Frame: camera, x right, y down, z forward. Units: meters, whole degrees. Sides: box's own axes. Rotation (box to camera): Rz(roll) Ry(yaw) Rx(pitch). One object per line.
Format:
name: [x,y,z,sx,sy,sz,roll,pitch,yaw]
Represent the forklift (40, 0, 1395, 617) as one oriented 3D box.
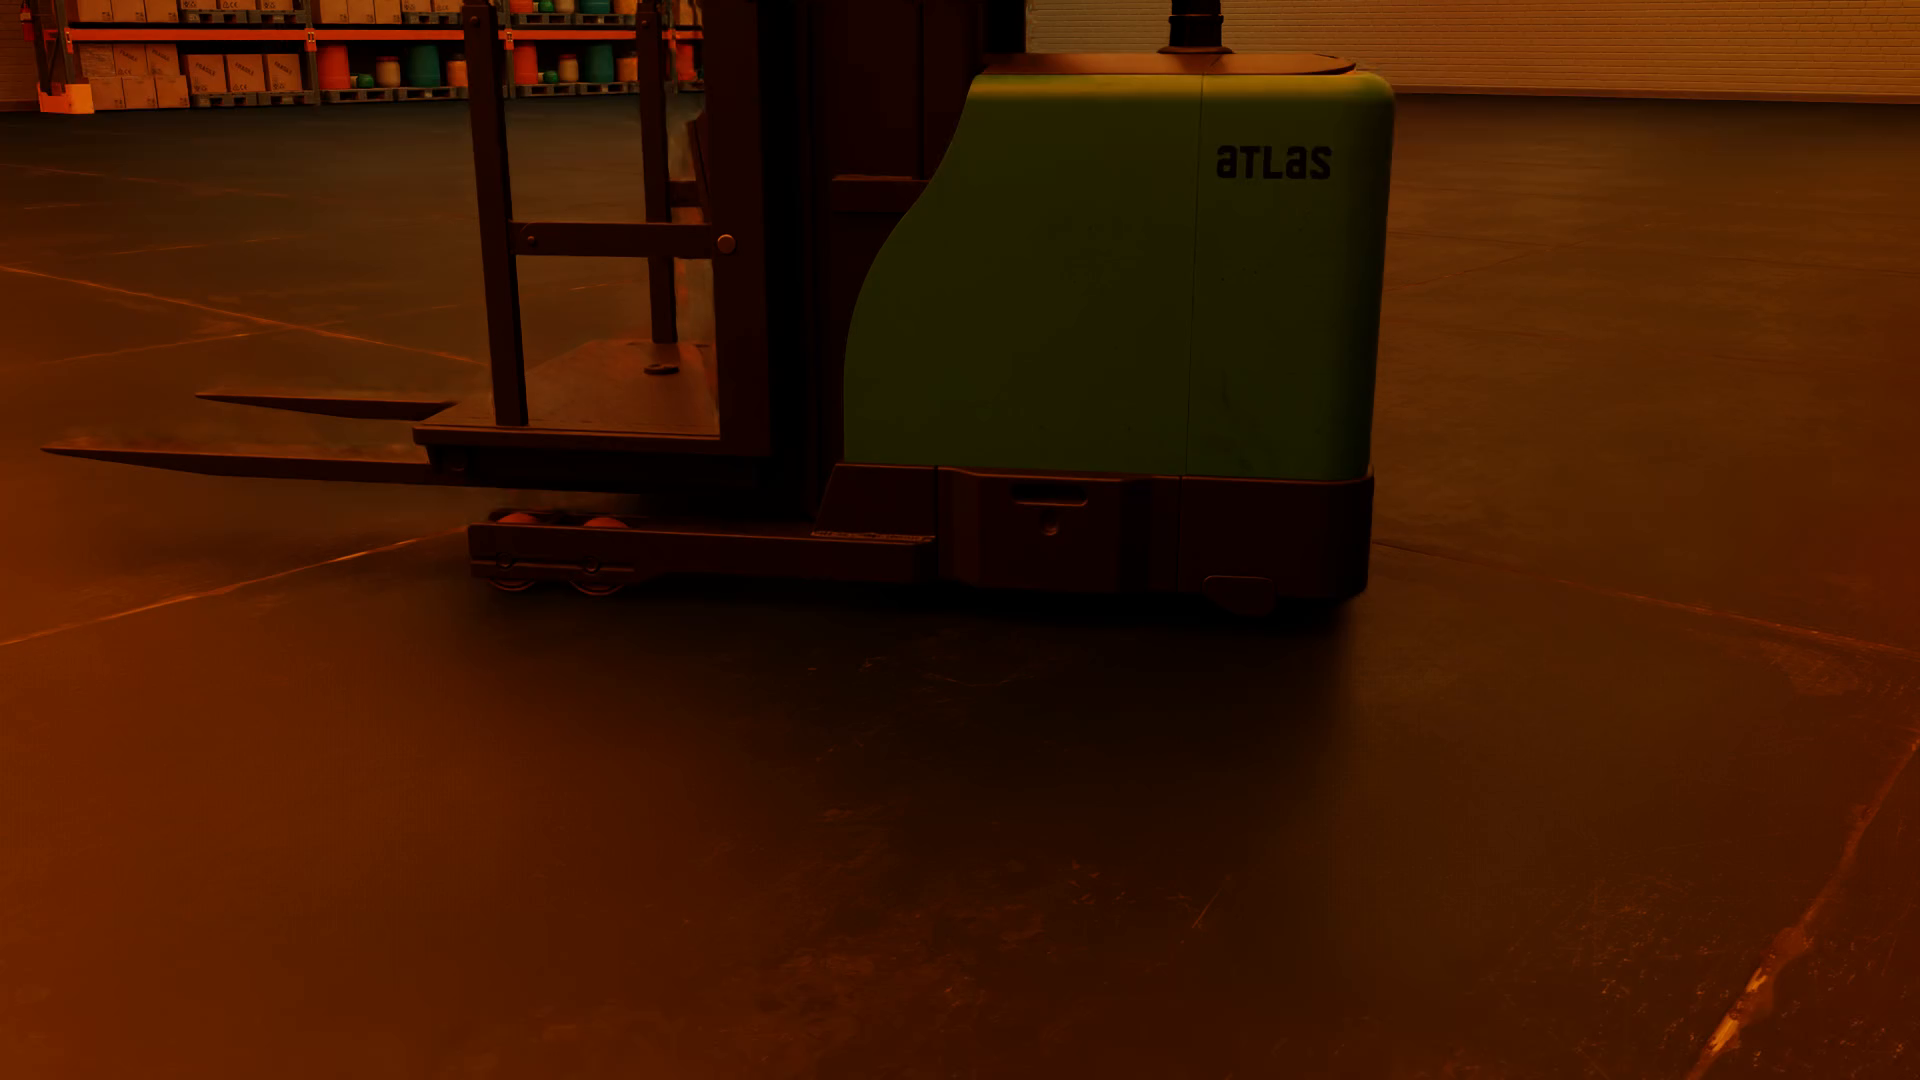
forklift: [-0.603,-1.430,3.608,3.031,2.935,1.130,3,17,9]
